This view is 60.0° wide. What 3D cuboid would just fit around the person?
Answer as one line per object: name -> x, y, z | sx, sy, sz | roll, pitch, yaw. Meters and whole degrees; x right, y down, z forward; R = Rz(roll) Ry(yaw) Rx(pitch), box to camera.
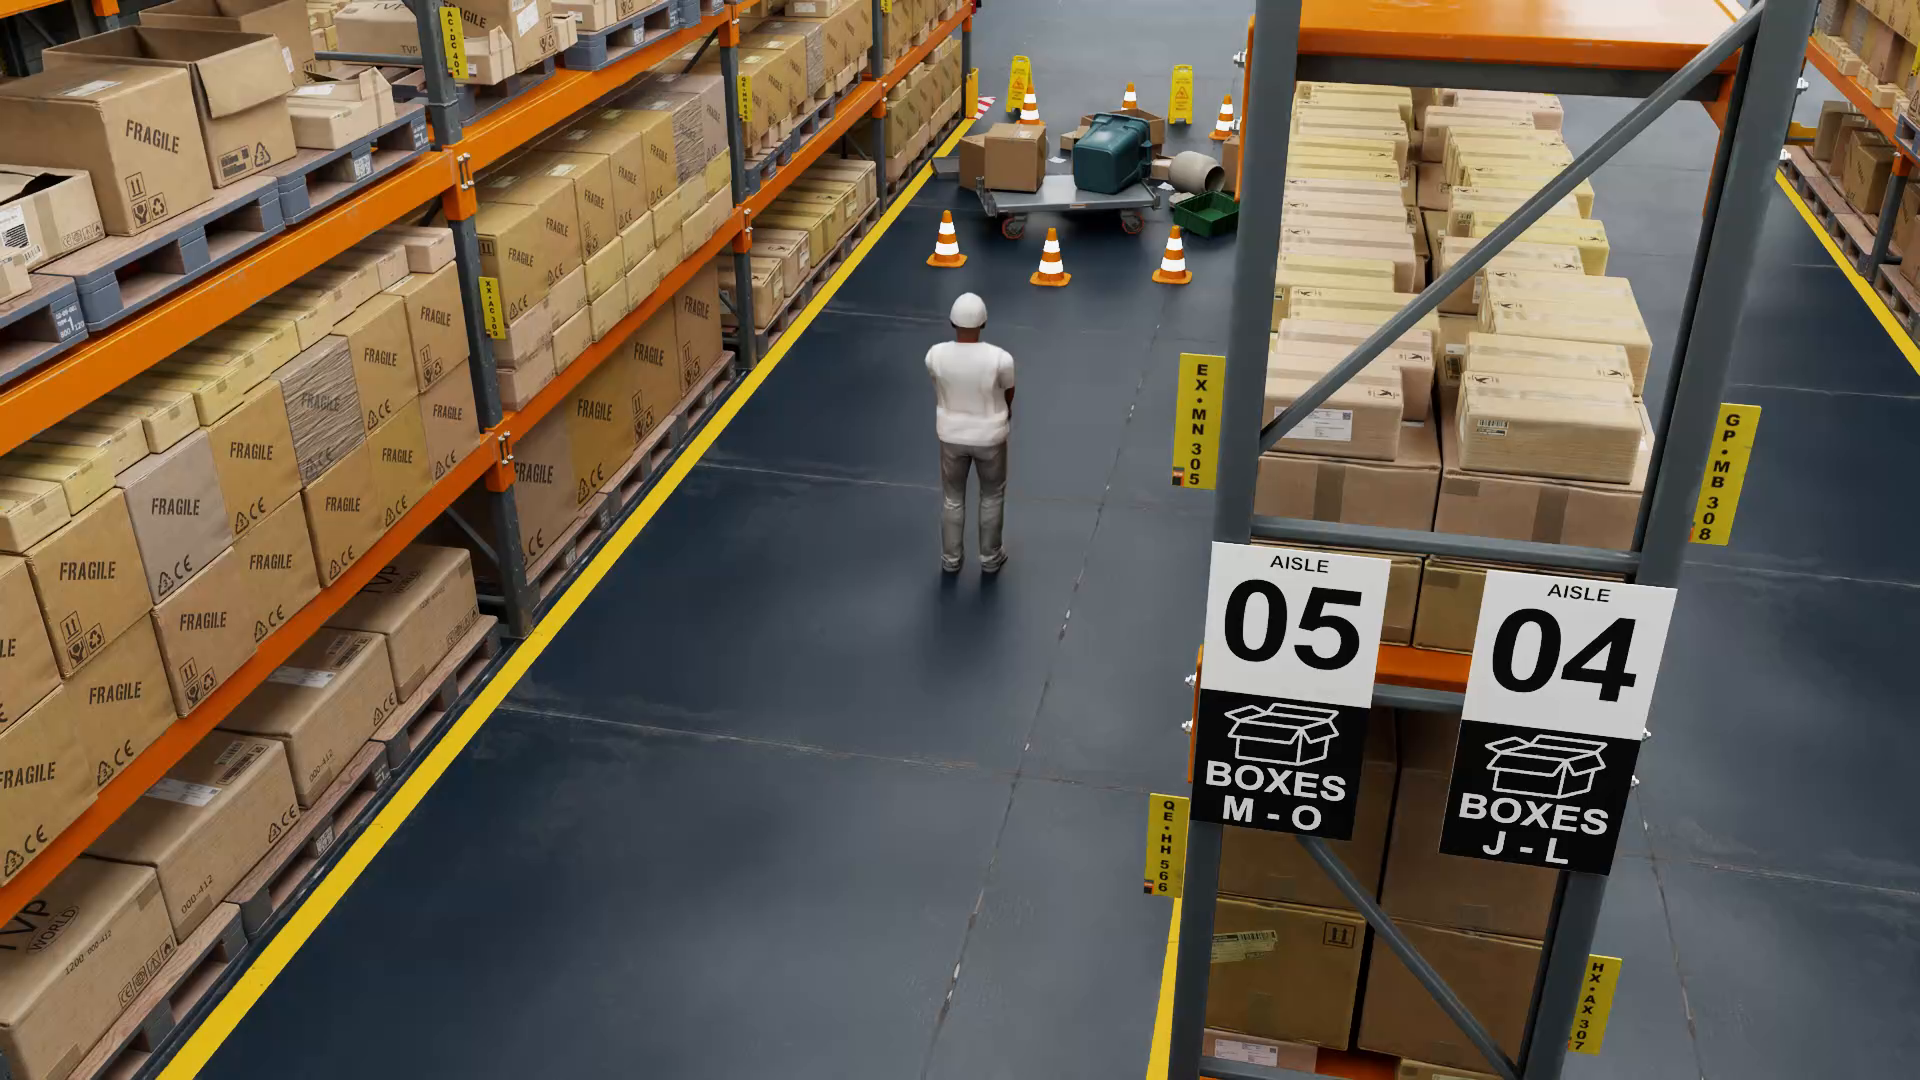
person -> 0.085, -0.655, 9.799 | 0.504, 1.762, 0.563 | 6, 29, 11
